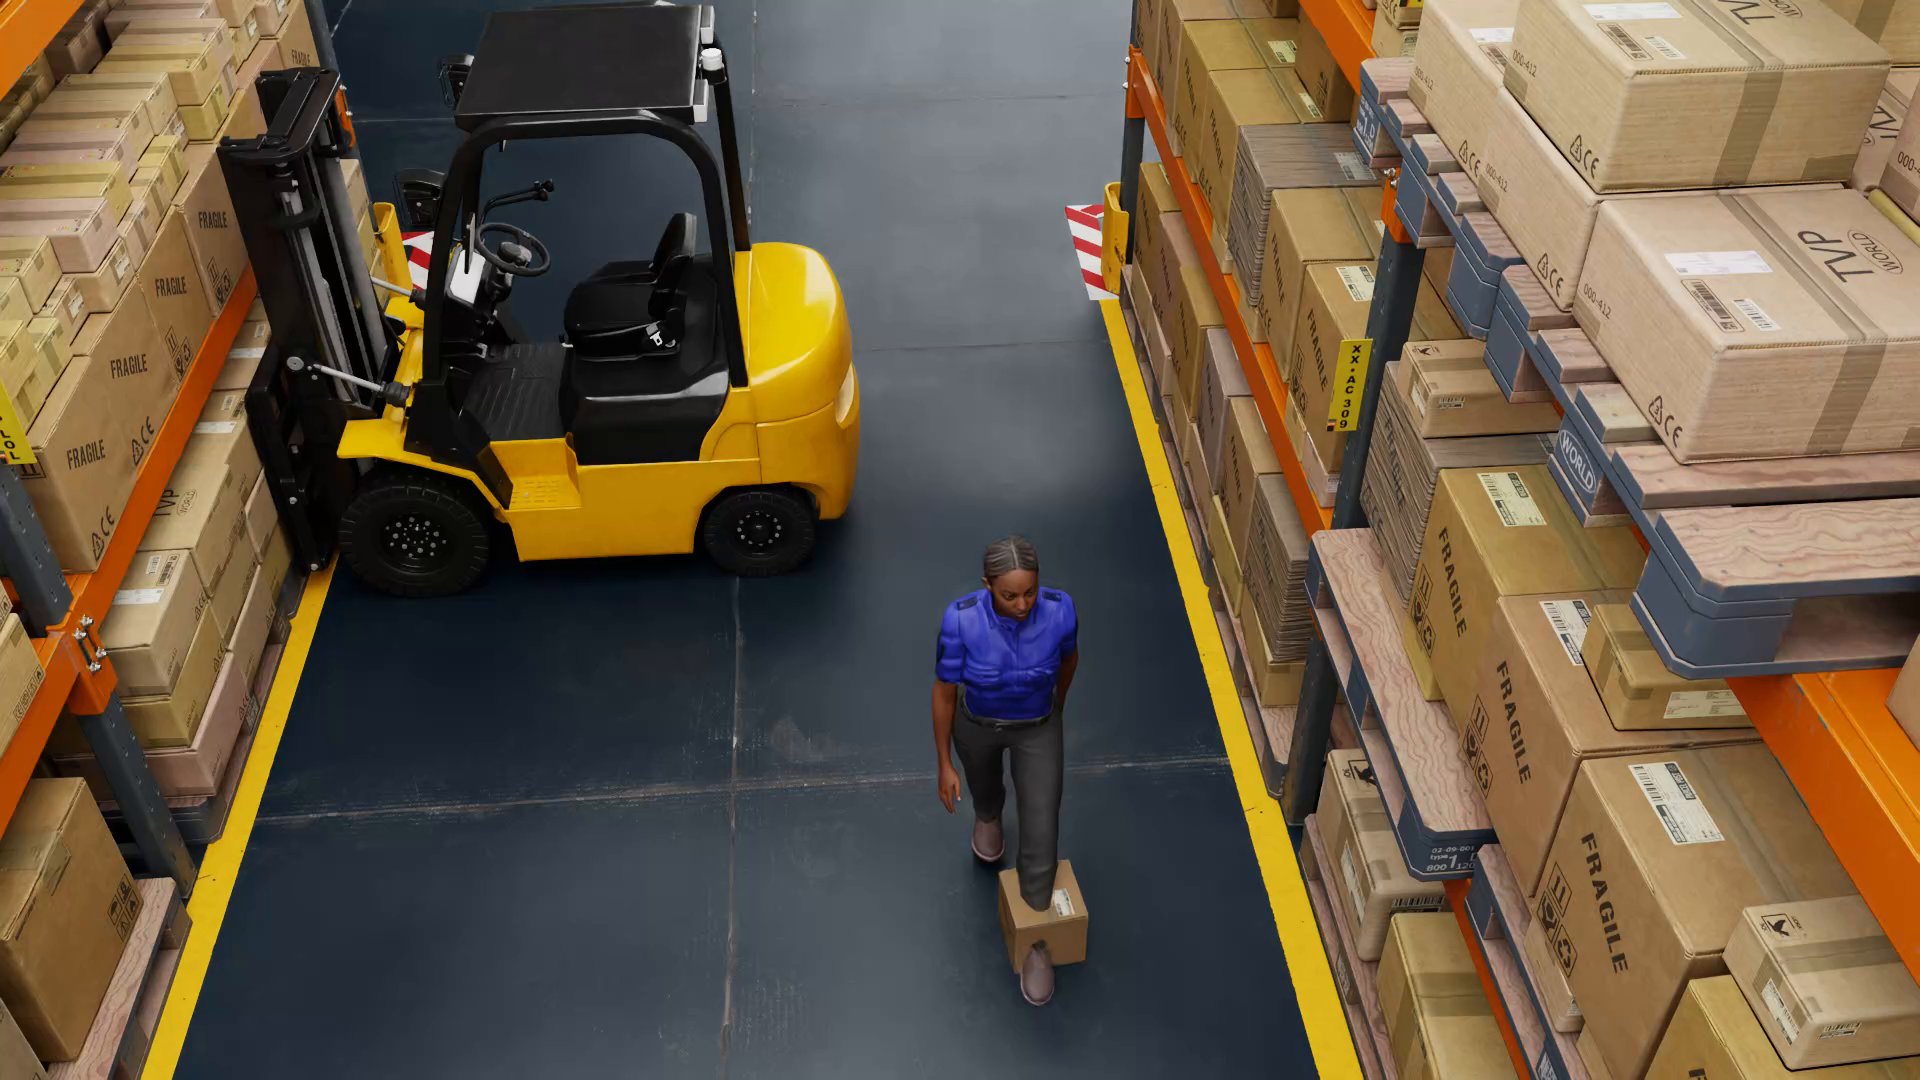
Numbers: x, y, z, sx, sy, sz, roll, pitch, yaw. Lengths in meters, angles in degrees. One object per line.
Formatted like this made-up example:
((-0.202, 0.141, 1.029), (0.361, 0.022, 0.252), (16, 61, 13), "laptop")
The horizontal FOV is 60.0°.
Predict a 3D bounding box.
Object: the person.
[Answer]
((0.147, 0.652, 5.378), (0.472, 1.658, 0.867), (-1, 39, -1), "person")
